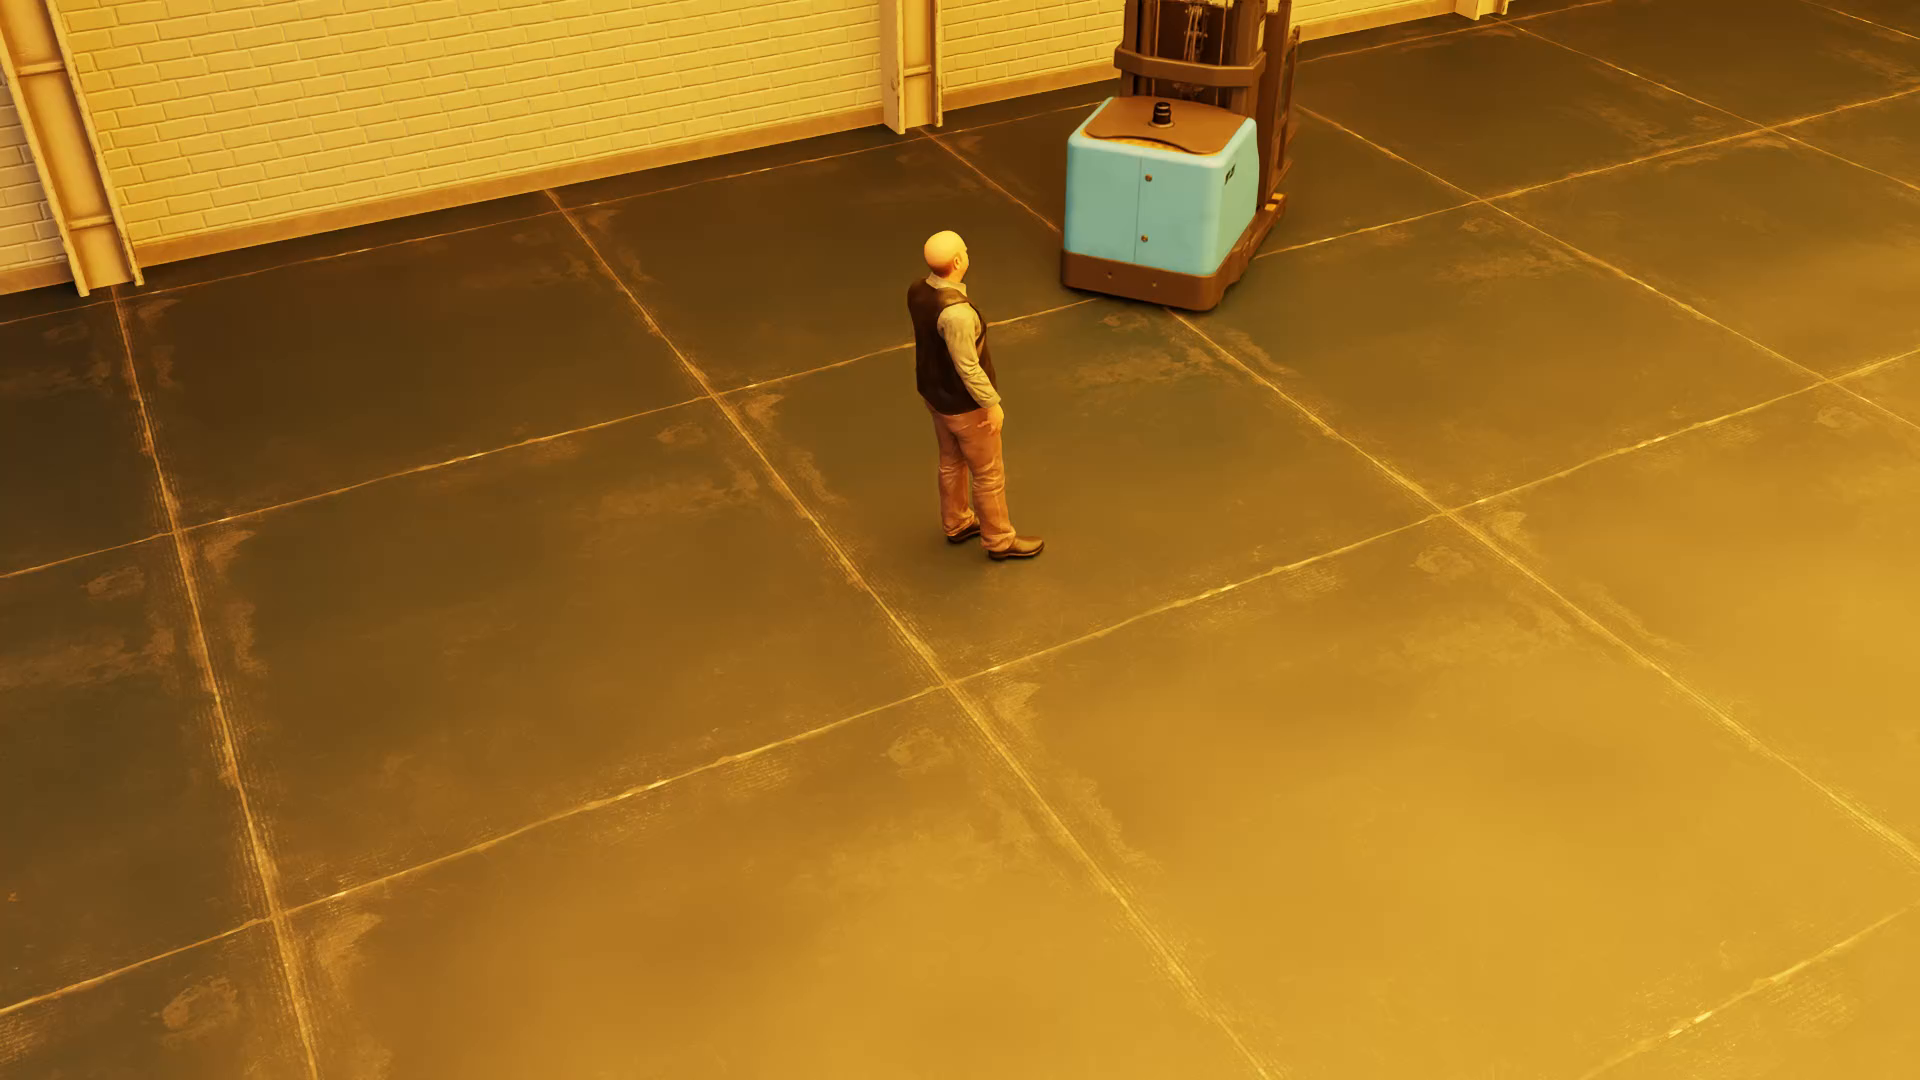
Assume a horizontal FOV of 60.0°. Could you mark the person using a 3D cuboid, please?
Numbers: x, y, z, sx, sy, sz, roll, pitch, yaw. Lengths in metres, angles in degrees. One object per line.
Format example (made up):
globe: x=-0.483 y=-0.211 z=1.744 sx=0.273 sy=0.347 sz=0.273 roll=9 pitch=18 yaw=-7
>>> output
person: x=0.059 y=-0.722 z=8.180 sx=0.566 sy=1.722 sz=0.633 roll=-17 pitch=39 yaw=-23

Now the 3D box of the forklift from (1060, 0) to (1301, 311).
forklift: x=1.707 y=-3.502 z=11.077 sx=1.130 sy=2.935 sz=3.031 roll=14 pitch=38 yaw=19
